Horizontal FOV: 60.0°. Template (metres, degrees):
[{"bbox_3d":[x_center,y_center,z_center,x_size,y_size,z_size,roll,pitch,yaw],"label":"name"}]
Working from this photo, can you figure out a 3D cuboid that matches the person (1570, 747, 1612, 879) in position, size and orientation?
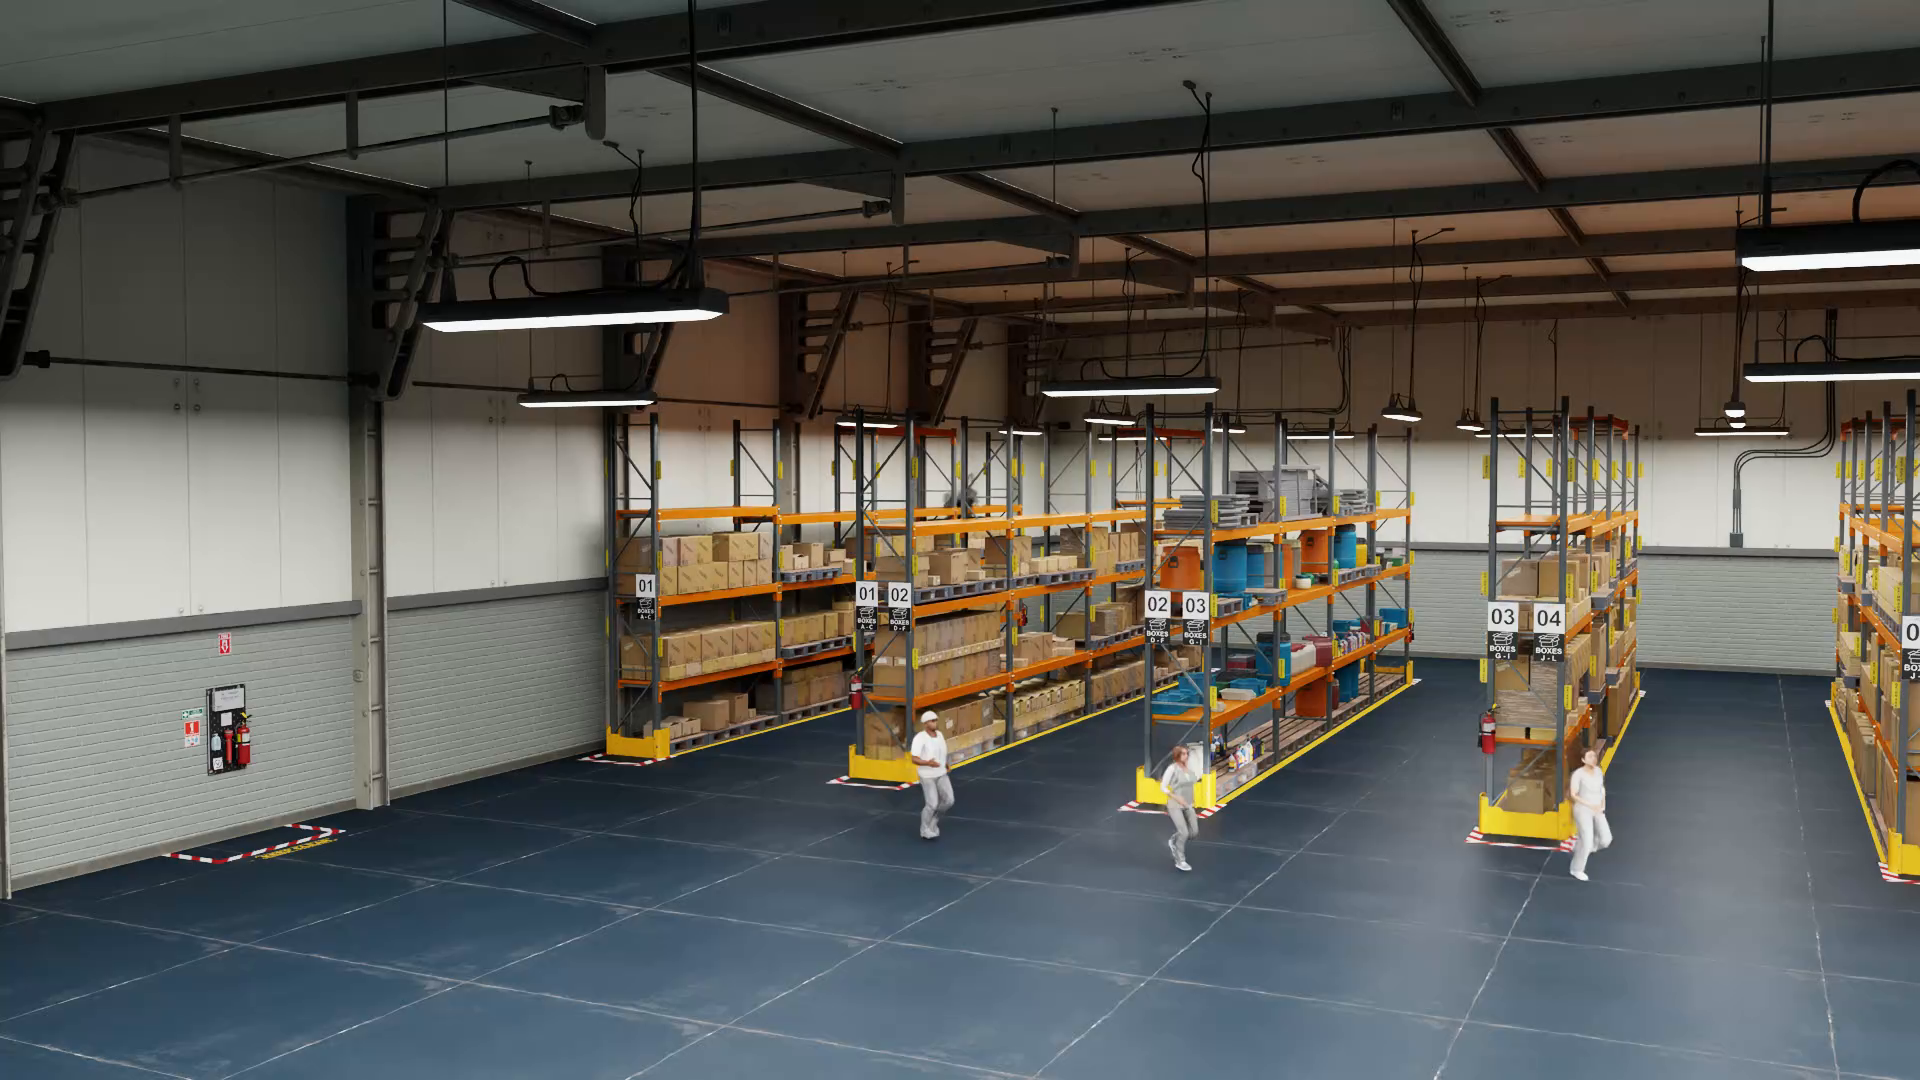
[{"bbox_3d":[7.704,3.340,20.317,0.594,1.631,0.619,-1,3,-19],"label":"person"}]

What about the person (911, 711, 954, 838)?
[{"bbox_3d":[-0.330,3.176,22.491,0.685,1.724,0.600,-2,3,-42],"label":"person"}]

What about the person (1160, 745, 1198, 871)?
[{"bbox_3d":[2.729,3.344,20.826,0.545,1.563,0.539,-2,3,-34],"label":"person"}]
